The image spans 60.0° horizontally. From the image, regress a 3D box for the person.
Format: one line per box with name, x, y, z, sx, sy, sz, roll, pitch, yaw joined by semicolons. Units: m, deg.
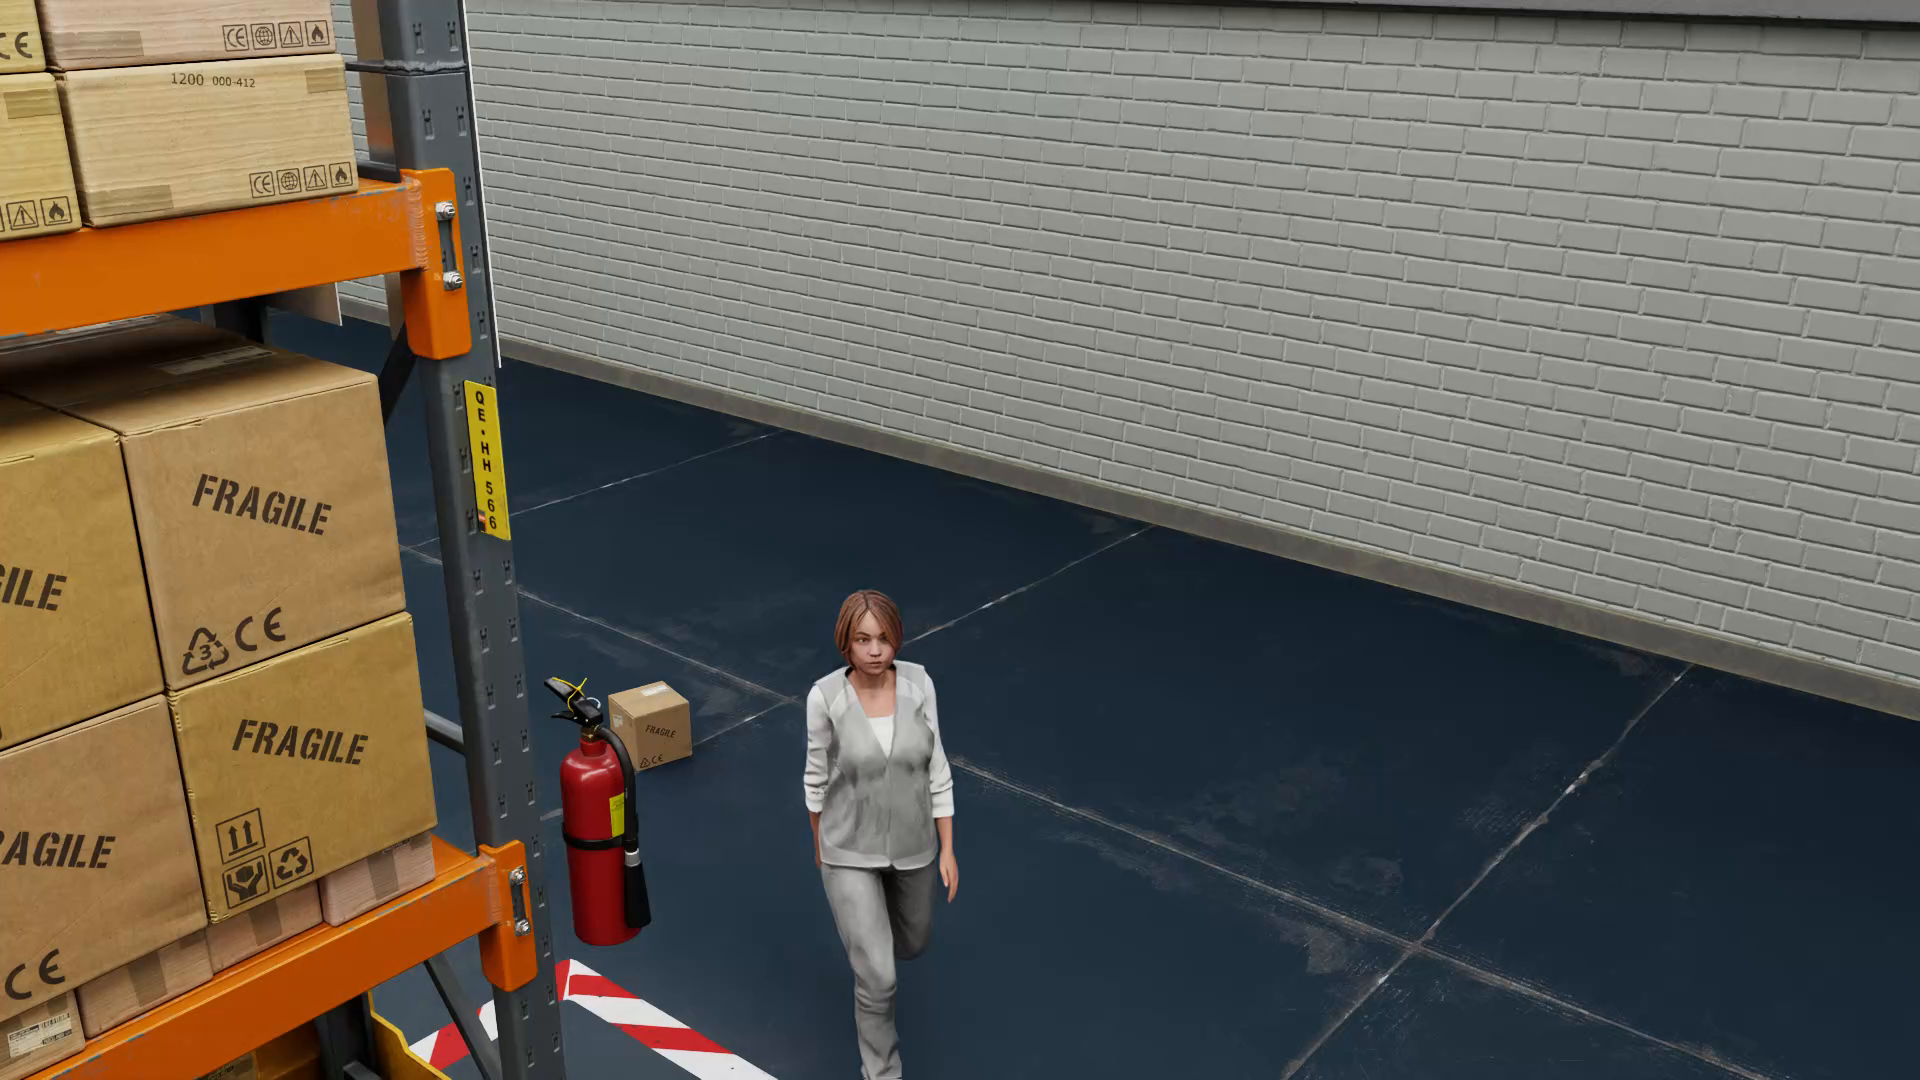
person;-0.240;0.858;4.779;0.397;1.553;0.841;-8;22;-21
